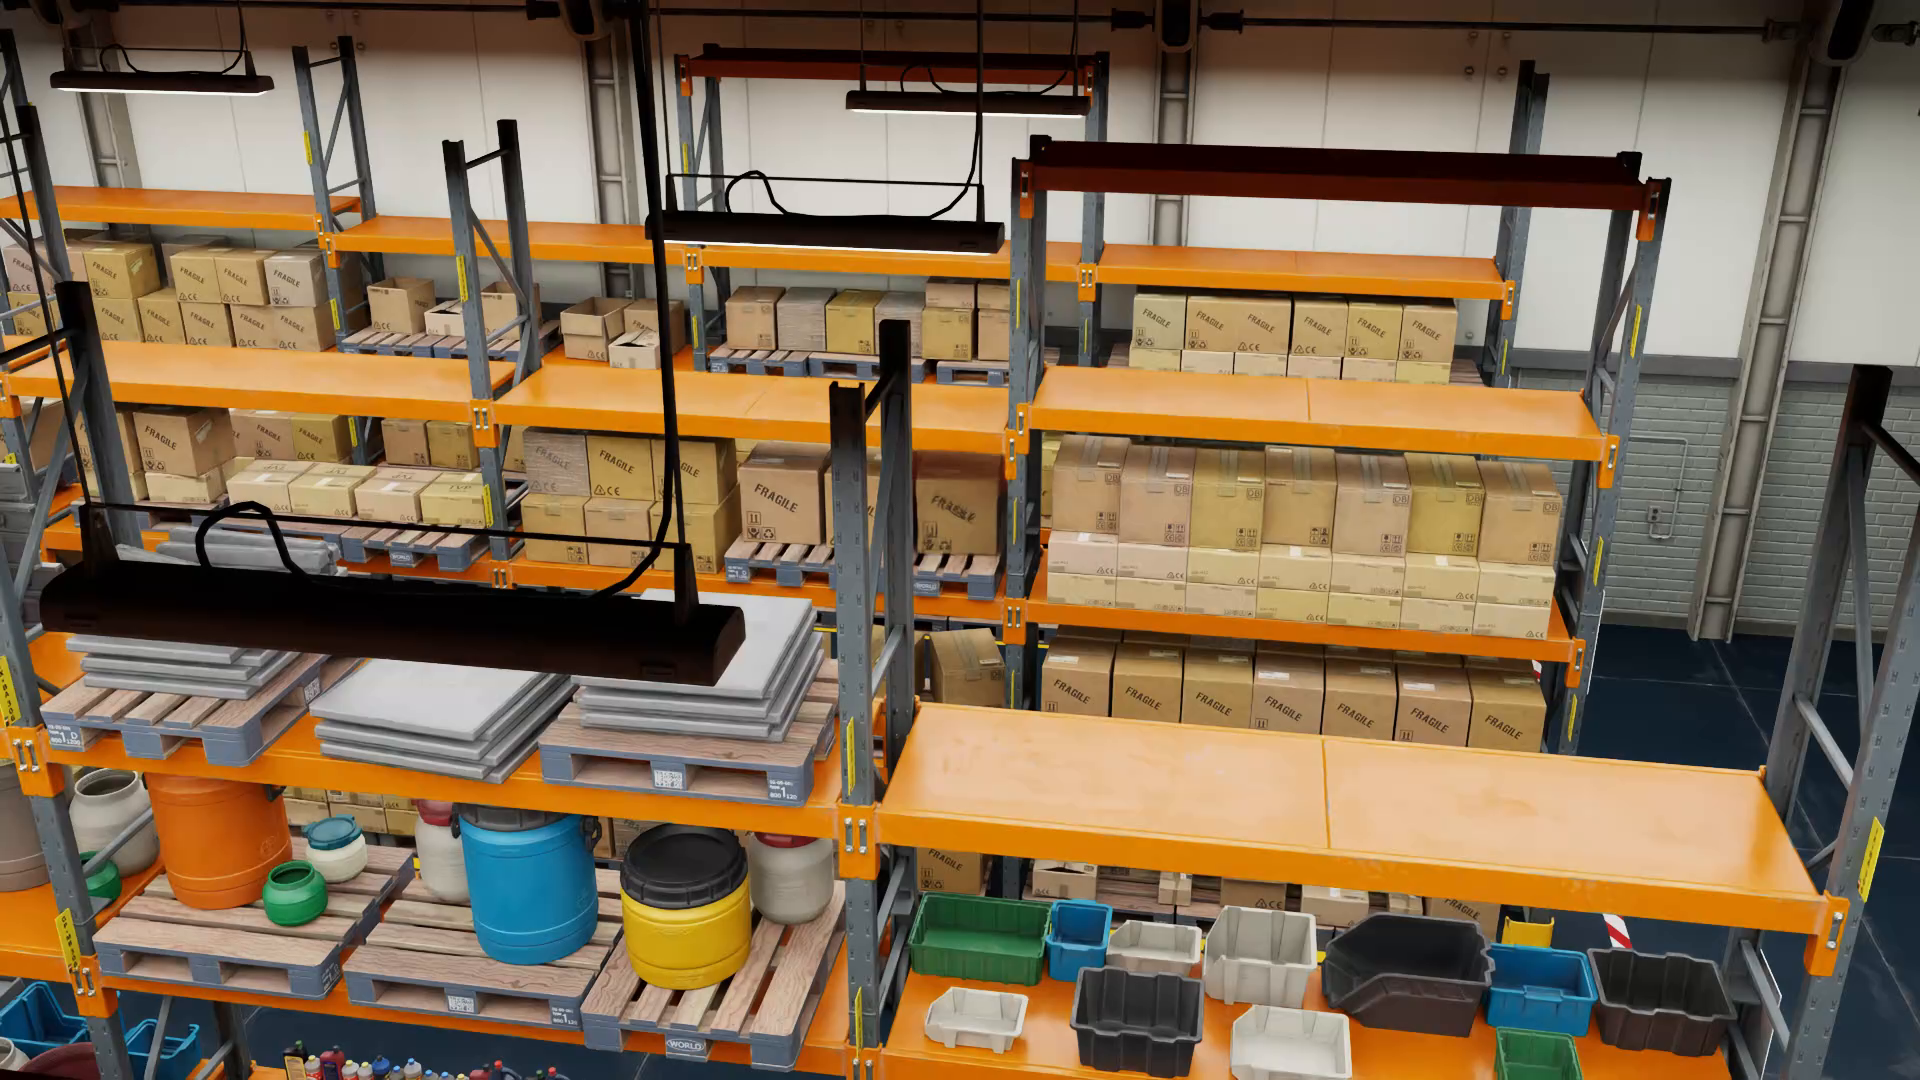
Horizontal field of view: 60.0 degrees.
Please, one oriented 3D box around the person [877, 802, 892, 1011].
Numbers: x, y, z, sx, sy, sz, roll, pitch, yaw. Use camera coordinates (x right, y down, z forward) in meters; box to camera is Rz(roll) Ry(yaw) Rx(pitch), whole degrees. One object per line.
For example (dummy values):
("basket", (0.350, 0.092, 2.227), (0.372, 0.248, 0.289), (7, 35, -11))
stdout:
("person", (-0.641, 2.639, 11.962), (0.515, 1.721, 0.577), (11, 25, 23))
